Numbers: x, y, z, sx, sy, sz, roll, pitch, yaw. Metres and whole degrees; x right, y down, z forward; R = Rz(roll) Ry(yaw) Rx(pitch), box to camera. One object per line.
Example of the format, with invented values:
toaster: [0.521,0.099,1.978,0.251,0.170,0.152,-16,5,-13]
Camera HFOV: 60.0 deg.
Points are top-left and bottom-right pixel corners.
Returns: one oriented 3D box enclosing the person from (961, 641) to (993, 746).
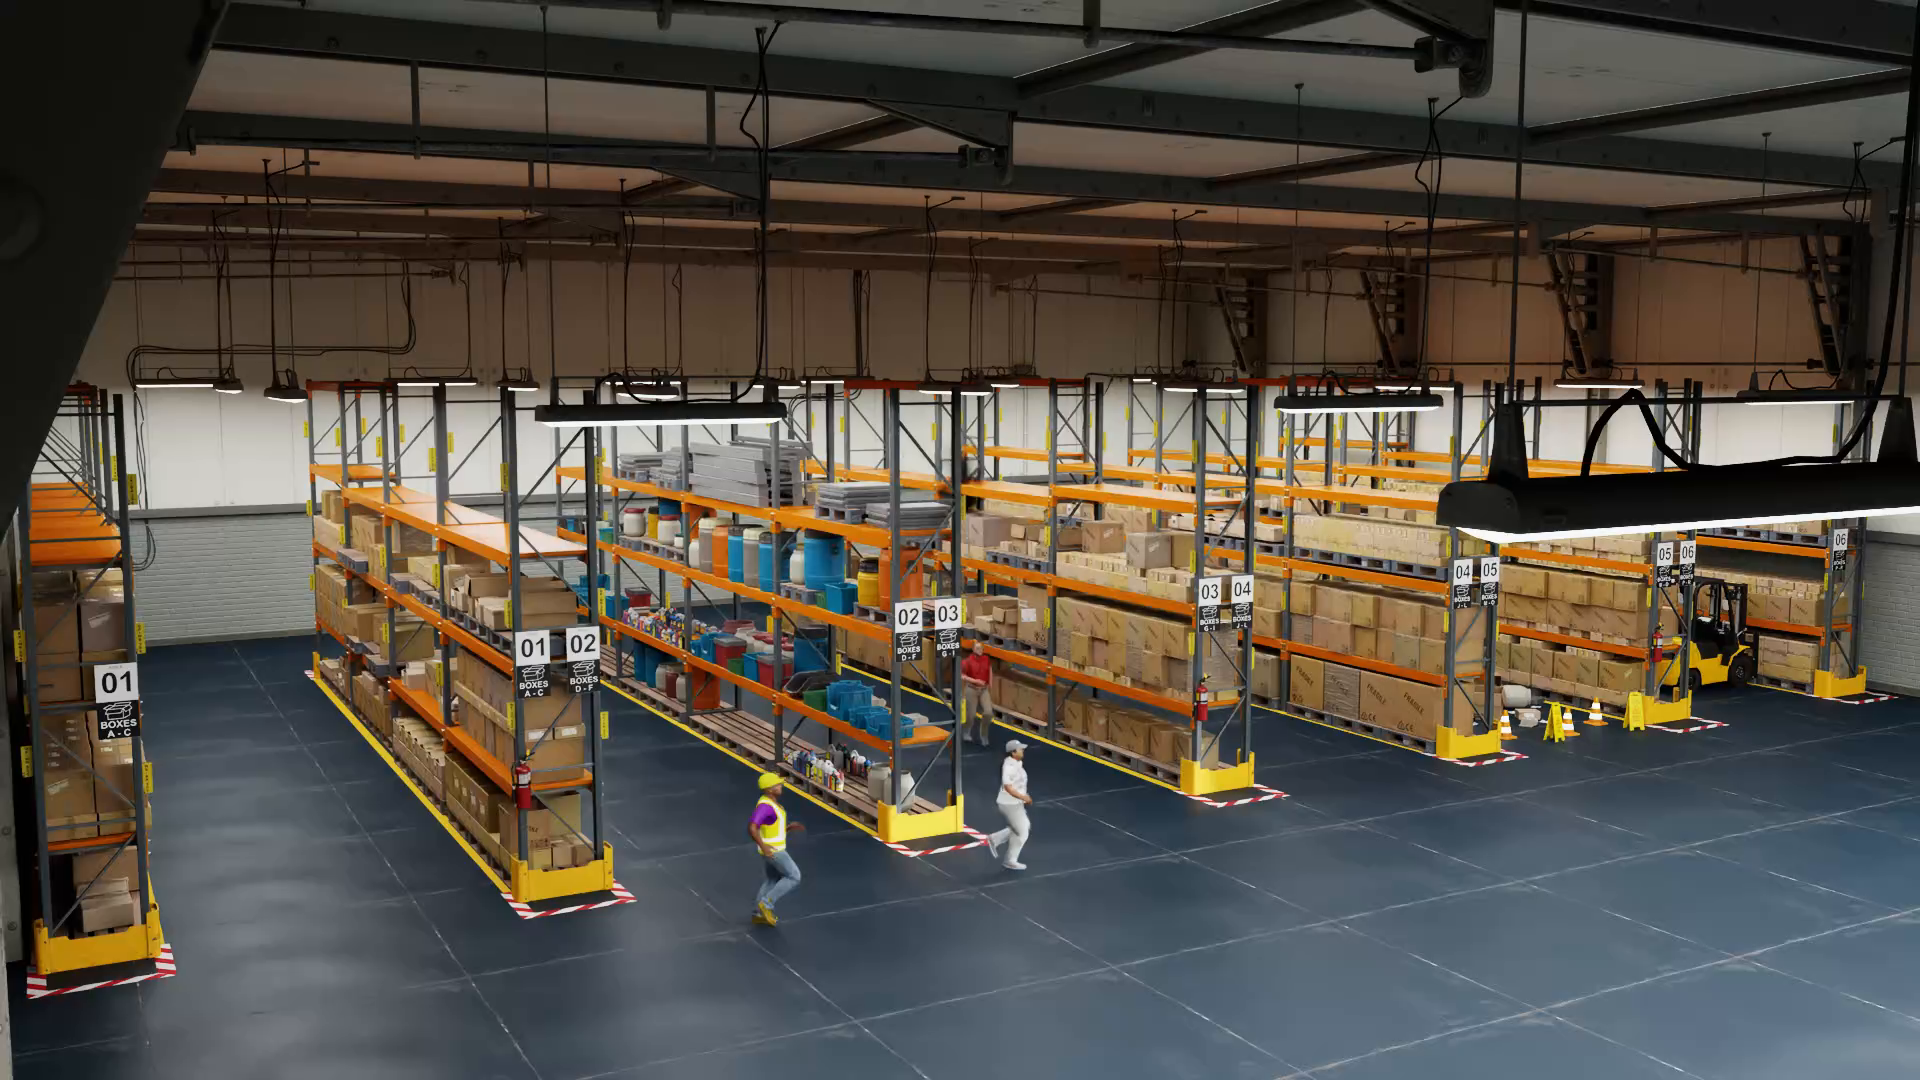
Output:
person: [0.305,2.573,27.586,0.680,1.800,0.752,-3,7,-26]

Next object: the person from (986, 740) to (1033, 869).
person: [0.641,3.319,20.946,0.559,1.632,0.651,0,6,3]

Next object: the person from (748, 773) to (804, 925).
person: [-2.063,3.468,18.705,0.638,1.724,0.687,-1,6,-8]
